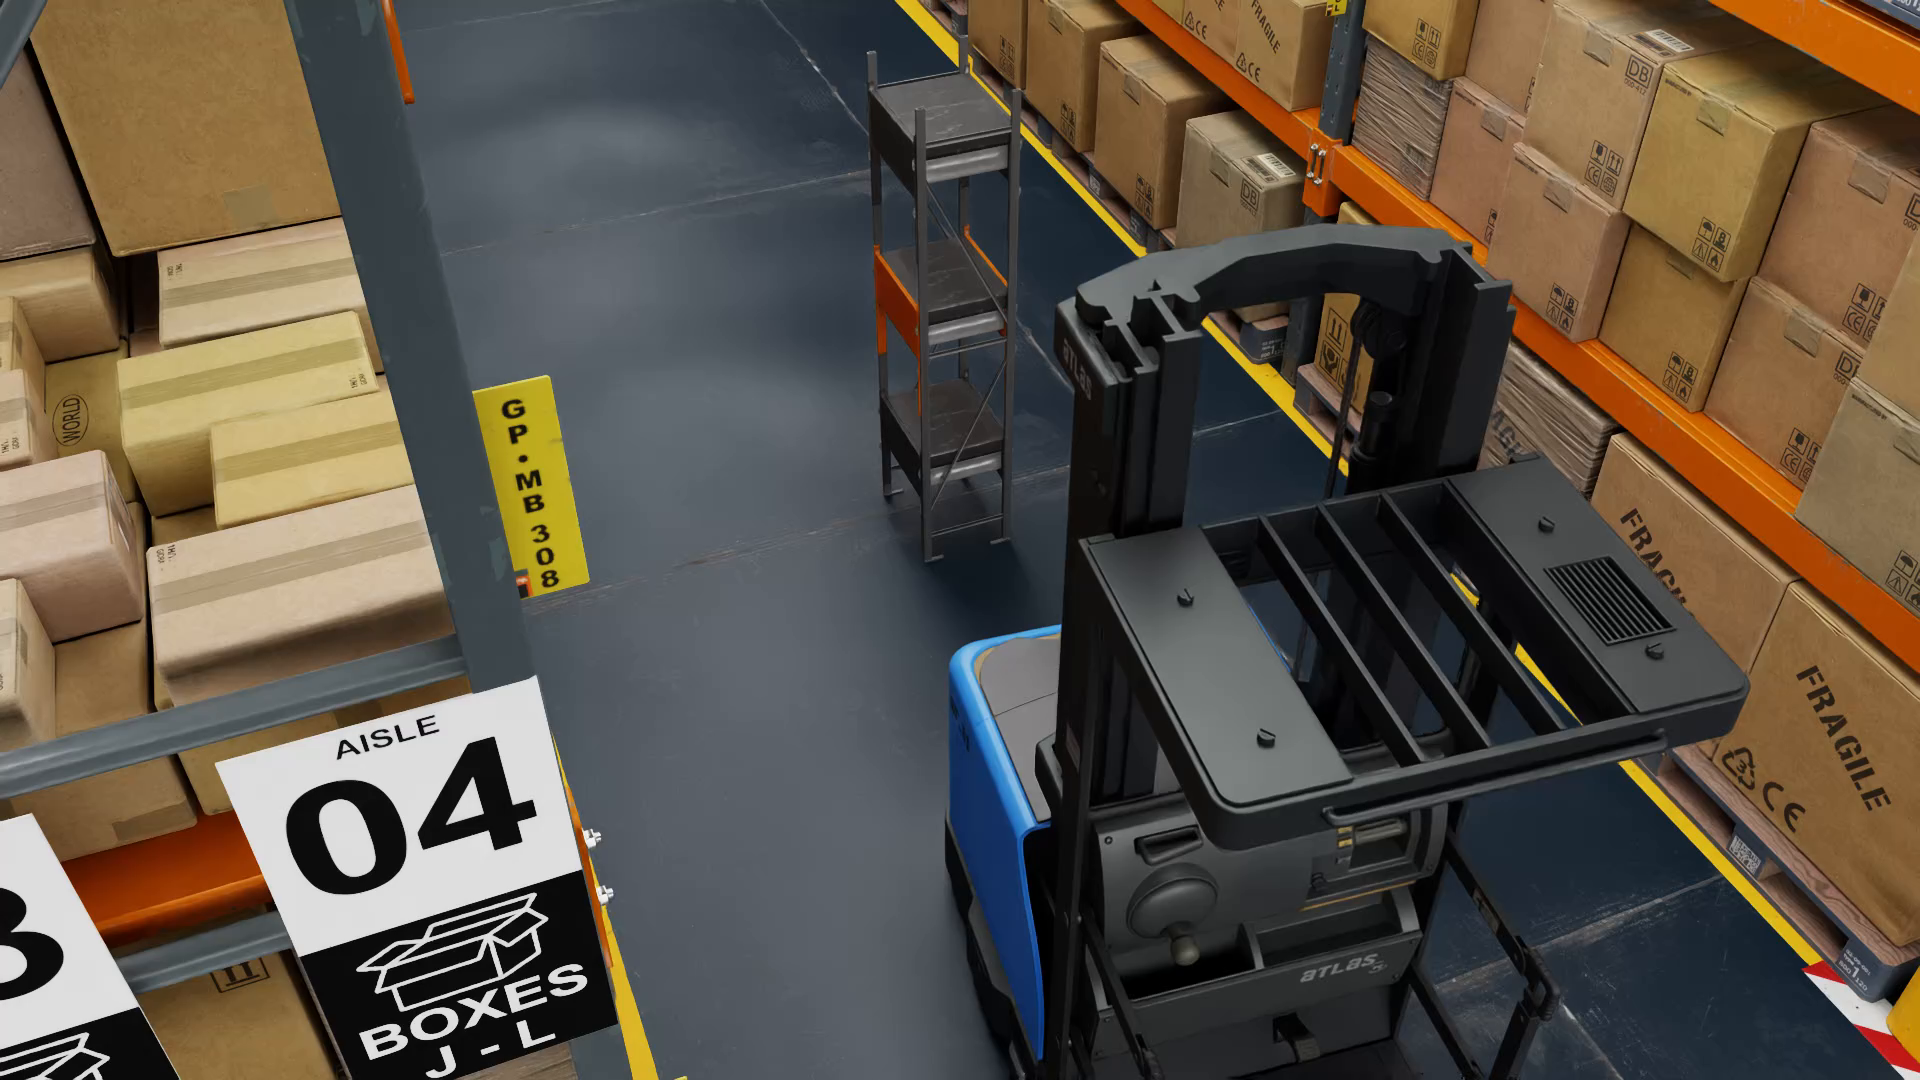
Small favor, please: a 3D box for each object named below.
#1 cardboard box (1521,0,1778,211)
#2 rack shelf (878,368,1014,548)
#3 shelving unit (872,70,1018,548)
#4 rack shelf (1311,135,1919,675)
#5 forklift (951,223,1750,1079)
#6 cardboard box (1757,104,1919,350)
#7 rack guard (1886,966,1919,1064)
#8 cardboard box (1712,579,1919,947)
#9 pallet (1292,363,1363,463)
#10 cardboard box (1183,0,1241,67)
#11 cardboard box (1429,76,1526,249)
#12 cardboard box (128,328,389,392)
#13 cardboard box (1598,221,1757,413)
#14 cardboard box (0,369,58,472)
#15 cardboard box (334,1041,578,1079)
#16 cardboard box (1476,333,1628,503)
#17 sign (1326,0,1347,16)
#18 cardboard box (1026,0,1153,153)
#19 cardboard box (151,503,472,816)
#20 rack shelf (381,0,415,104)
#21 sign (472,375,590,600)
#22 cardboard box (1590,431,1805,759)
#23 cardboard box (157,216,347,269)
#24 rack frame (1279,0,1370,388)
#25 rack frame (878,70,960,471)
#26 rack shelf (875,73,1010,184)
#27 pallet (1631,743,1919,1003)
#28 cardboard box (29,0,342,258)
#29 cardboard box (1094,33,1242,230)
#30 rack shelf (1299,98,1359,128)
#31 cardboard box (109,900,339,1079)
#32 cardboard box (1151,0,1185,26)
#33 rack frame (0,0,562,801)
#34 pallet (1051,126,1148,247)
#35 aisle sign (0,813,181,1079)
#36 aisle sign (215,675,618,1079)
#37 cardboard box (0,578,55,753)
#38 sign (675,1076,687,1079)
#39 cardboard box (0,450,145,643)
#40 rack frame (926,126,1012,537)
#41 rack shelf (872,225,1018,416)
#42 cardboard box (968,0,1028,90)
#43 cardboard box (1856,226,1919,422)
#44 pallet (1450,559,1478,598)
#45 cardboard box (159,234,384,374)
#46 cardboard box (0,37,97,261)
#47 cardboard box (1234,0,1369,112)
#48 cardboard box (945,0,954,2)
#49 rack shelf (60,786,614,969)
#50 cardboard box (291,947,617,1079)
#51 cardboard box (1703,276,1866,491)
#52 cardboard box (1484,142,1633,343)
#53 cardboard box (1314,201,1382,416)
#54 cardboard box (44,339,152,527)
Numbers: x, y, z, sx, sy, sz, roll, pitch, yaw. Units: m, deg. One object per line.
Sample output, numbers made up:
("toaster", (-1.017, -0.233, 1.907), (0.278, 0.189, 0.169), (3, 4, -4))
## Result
("cardboard box", (2.568, -1.613, 5.882), (0.875, 0.550, 0.550), (-15, 43, -17))
("rack shelf", (-0.063, -0.355, 7.147), (0.431, 0.518, 0.480), (-15, 43, -17))
("shelving unit", (5.281, -3.592, 7.404), (12.070, 5.092, 0.667), (-15, 43, -17))
("rack shelf", (2.826, -0.562, 6.155), (1.077, 0.370, 4.000), (-15, 43, -17))
("forklift", (0.844, 0.871, 3.989), (1.121, 2.935, 3.031), (-11, 42, -12))
("cardboard box", (3.101, -1.009, 5.179), (0.875, 0.550, 0.550), (-15, 43, -17))
("rack guard", (3.601, 1.332, 5.317), (1.175, 0.500, 0.348), (-15, 43, -17))
("cardboard box", (3.271, 0.624, 5.531), (0.875, 0.875, 0.875), (-15, 43, -17))
("pallet", (2.280, -0.505, 7.675), (1.003, 0.211, 1.213), (-15, 43, -17))
("cardboard box", (1.421, -2.629, 7.930), (0.500, 0.500, 0.500), (-16, 43, -17))
("cardboard box", (2.445, -1.551, 6.639), (0.875, 0.550, 0.550), (-15, 43, -17))
("cardboard box", (-1.178, -0.198, 2.994), (0.500, 0.250, 0.500), (-16, 43, -18))
("cardboard box", (2.838, -0.902, 5.884), (0.875, 0.550, 0.500), (-15, 43, -17))
("cardboard box", (-1.621, -0.098, 2.572), (0.380, 0.149, 0.250), (-17, 43, -19))
("cardboard box", (-1.215, 1.058, 3.415), (0.875, 0.500, 0.500), (-15, 43, -17))
("cardboard box", (2.585, -0.455, 6.786), (0.875, 0.875, 0.875), (-15, 43, -17))
("sign", (1.563, -2.307, 6.805), (0.100, 0.325, 0.005), (-15, 43, -17))
("cardboard box", (1.018, -2.840, 9.656), (1.050, 0.750, 0.750), (-14, 43, -16))
("cardboard box", (-0.975, 0.111, 2.634), (0.500, 0.250, 0.500), (-14, 43, -16))
("rack shelf", (-1.795, -1.659, 2.832), (1.077, 0.370, 4.000), (-15, 43, -17))
("sign", (-0.528, -0.058, 2.045), (0.100, 0.325, 0.005), (-15, 43, -17))
("cardboard box", (2.932, 0.095, 6.147), (0.875, 0.875, 0.875), (-16, 43, -18))
("cardboard box", (-1.269, -0.540, 3.085), (0.380, 0.149, 0.250), (-15, 43, -17))
("rack frame", (2.061, -2.039, 7.321), (1.000, 3.000, 0.127), (-15, 43, -17))
("rack frame", (-0.155, -1.043, 6.853), (0.380, 1.831, 0.006), (-15, 43, -17))
("rack shelf", (-0.063, -1.520, 6.145), (0.368, 0.174, 0.457), (-15, 43, -17))
("pallet", (3.213, 0.965, 5.966), (1.003, 0.211, 1.213), (-15, 43, -17))
("cardboard box", (-1.348, -0.893, 2.999), (0.500, 0.500, 0.500), (-15, 43, -17))
("cardboard box", (1.375, -2.279, 9.003), (1.050, 0.750, 0.750), (-15, 43, -17))
("rack shelf", (1.296, -3.046, 8.893), (0.919, 0.124, 3.809), (-15, 43, -17))
("cardboard box", (-1.808, 0.653, 4.451), (1.144, 2.239, 2.984), (-3, 41, -3))
("cardboard box", (1.228, -2.934, 8.284), (0.500, 0.500, 0.500), (-15, 43, -16))
("rack frame", (-1.030, -0.728, 1.195), (1.000, 3.000, 0.127), (-15, 43, -17))
("pallet", (1.226, -2.164, 9.605), (1.003, 0.211, 1.213), (-15, 43, -17))
("aisle sign", (-1.283, 0.673, 2.173), (0.394, 0.787, 0.004), (-15, 43, -17))
("aisle sign", (-0.729, 0.523, 2.347), (0.394, 0.787, 0.004), (-15, 43, -17))
("cardboard box", (-1.424, 0.226, 2.196), (0.380, 0.149, 0.250), (-15, 43, -17))
("sign", (-0.528, 1.083, 3.026), (0.100, 0.325, 0.005), (-15, 43, -17))
("cardboard box", (-1.415, 0.039, 2.412), (0.380, 0.149, 0.250), (-16, 43, -18))
("rack frame", (0.031, -0.749, 6.511), (0.380, 1.831, 0.006), (-15, 43, -17))
("rack shelf", (-0.063, -0.885, 6.690), (0.431, 0.518, 0.480), (-15, 43, -17))
("cardboard box", (0.680, -3.366, 10.267), (1.050, 0.750, 0.750), (-16, 43, -17))
("cardboard box", (3.190, -0.638, 4.748), (0.875, 0.550, 0.550), (-15, 43, -17))
("pallet", (2.750, 0.231, 6.819), (1.003, 0.211, 1.213), (-15, 43, -17))
("cardboard box", (-1.180, -0.392, 2.914), (0.380, 0.149, 0.250), (-13, 42, -15))
("cardboard box", (-1.857, -0.802, 2.893), (0.500, 0.500, 0.500), (-15, 43, -17))
("cardboard box", (1.614, -2.325, 7.577), (0.500, 0.500, 0.500), (-15, 43, -17))
("cardboard box", (0.037, -3.992, 11.186), (0.500, 0.500, 0.500), (-15, 43, -17))
("rack shelf", (-1.795, -0.523, 3.808), (1.077, 0.370, 4.000), (-15, 43, -17))
("cardboard box", (-0.988, 0.617, 3.160), (0.500, 0.500, 0.500), (-15, 43, -17))
("cardboard box", (3.079, -0.594, 5.525), (0.875, 0.550, 0.550), (-15, 43, -17))
("cardboard box", (2.542, -1.197, 6.226), (0.875, 0.550, 0.550), (-15, 43, -17))
("cardboard box", (2.237, -0.997, 7.416), (0.875, 0.875, 0.875), (-14, 43, -16))
("cardboard box", (-1.643, -0.061, 2.835), (0.500, 0.250, 0.500), (-15, 43, -17))
